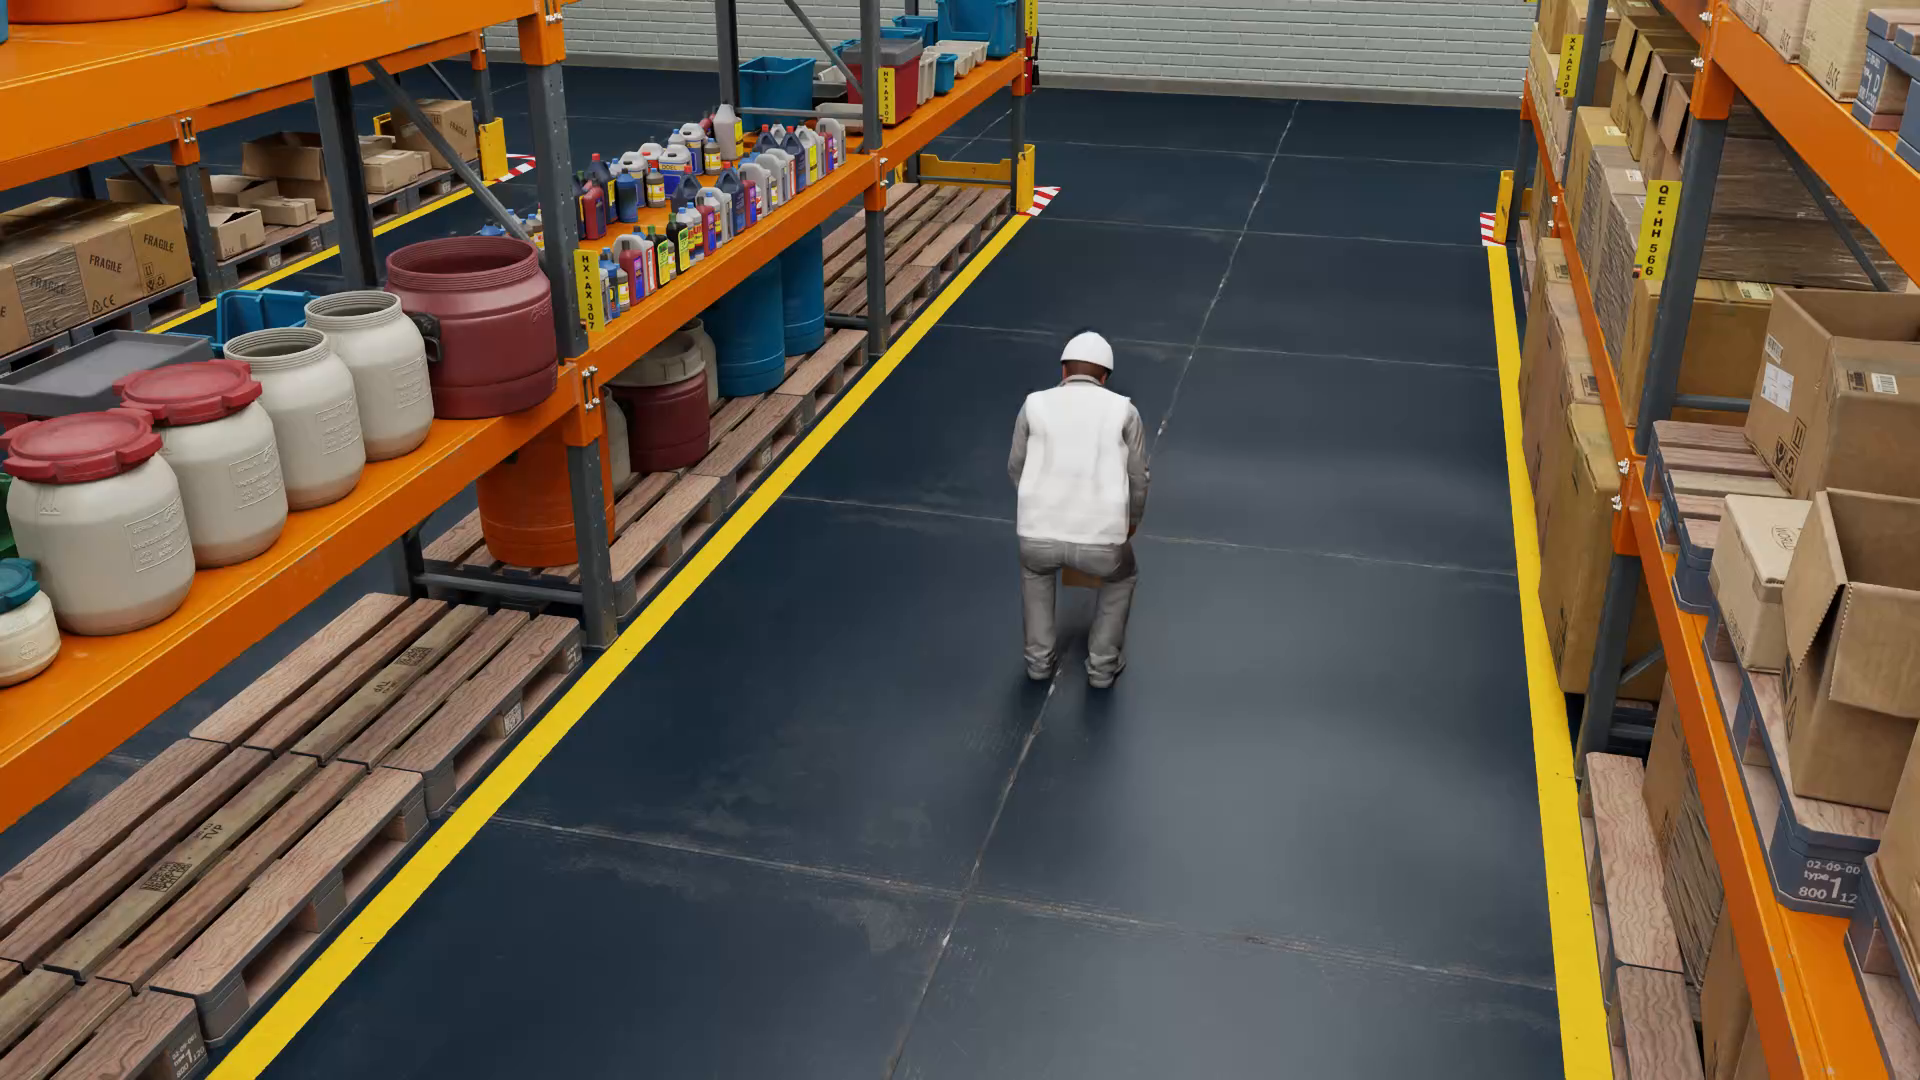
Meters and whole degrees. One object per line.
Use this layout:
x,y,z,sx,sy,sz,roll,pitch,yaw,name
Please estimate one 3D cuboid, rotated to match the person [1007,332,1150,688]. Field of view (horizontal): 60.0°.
0.459,-0.109,6.797,0.590,1.363,0.797,6,26,13,person
